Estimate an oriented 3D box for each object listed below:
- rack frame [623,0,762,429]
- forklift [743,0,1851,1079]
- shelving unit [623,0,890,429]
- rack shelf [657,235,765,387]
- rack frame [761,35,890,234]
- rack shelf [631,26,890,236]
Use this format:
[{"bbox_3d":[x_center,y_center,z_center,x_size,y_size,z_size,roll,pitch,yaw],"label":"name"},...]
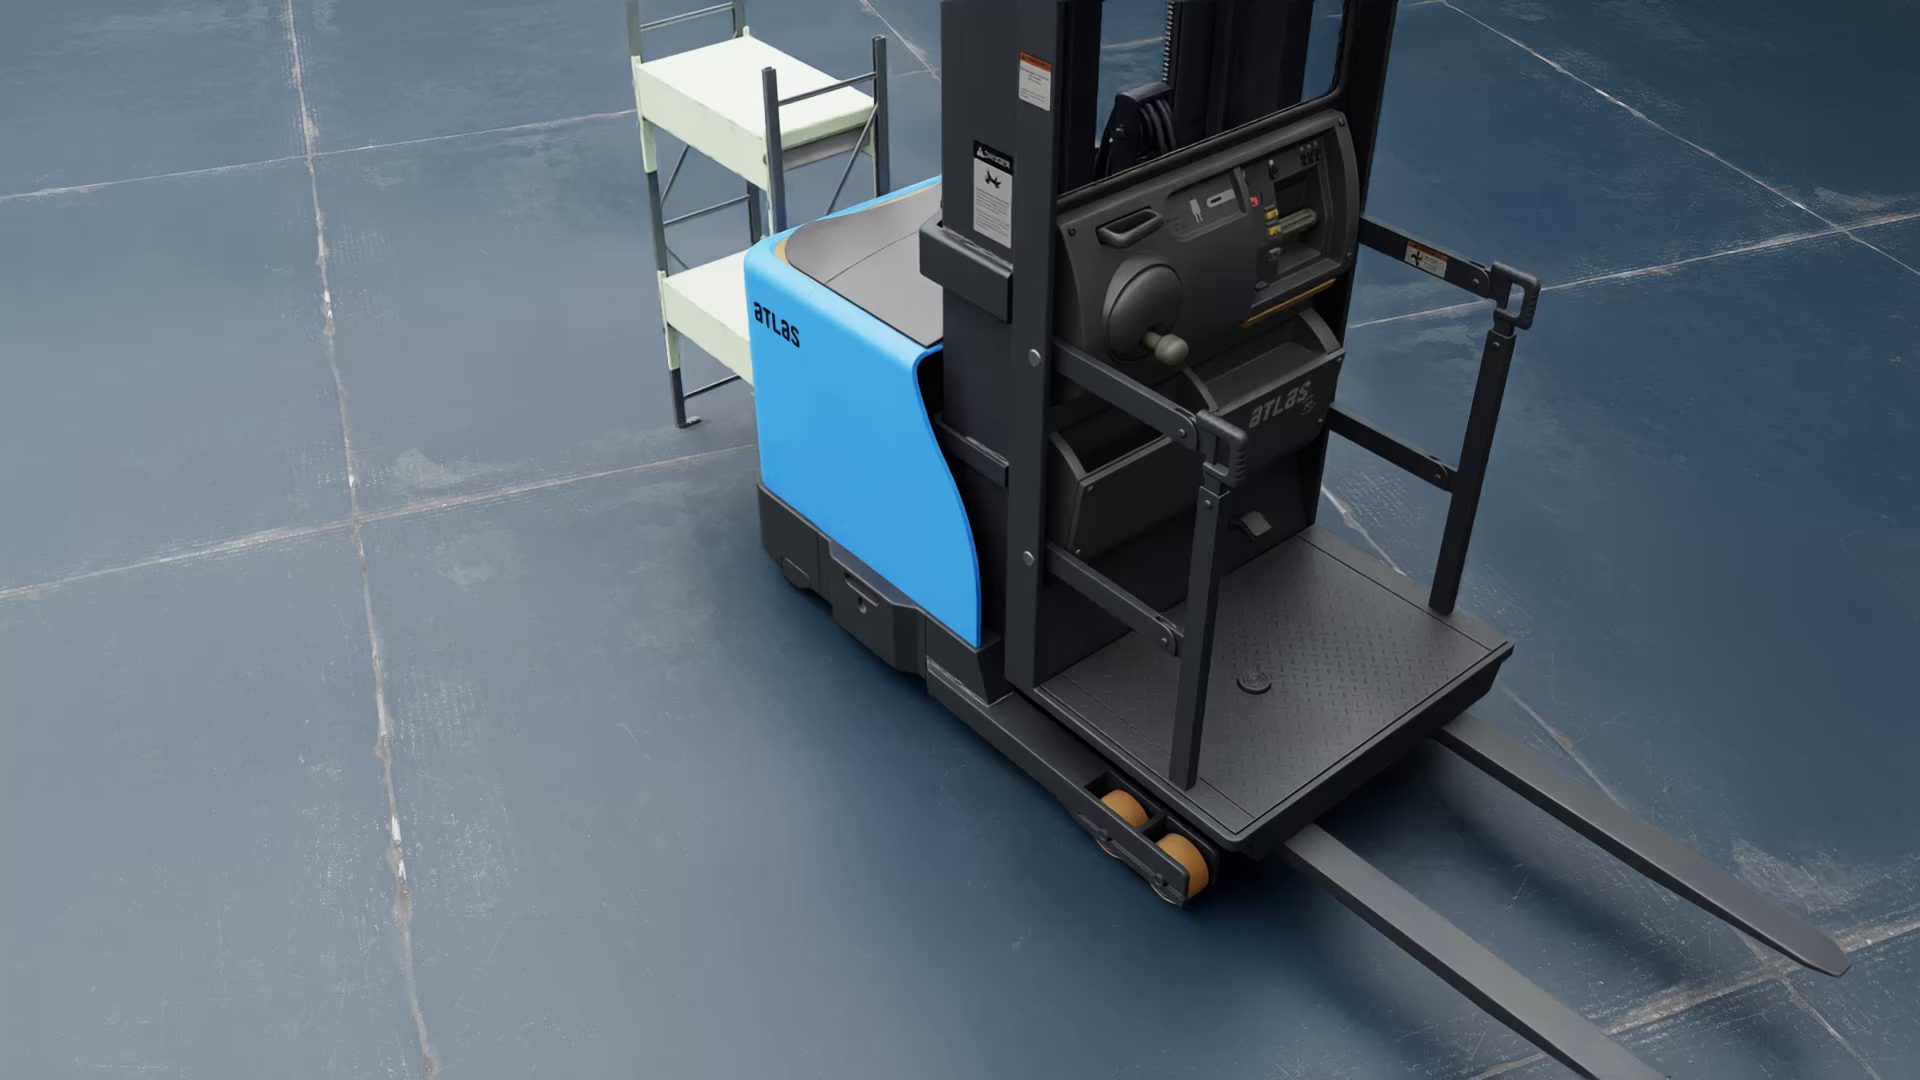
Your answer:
[{"bbox_3d":[-0.828,-1.066,5.419,0.400,1.500,0.023,-26,44,-30],"label":"rack frame"},{"bbox_3d":[0.725,-0.629,3.649,1.130,2.935,3.031,-27,45,-31],"label":"forklift"},{"bbox_3d":[-0.597,-0.895,5.192,0.431,1.500,0.755,-26,44,-30],"label":"shelving unit"},{"bbox_3d":[-0.597,-0.635,5.388,0.431,0.370,0.720,-26,44,-30],"label":"rack shelf"},{"bbox_3d":[-0.367,-0.724,4.965,0.400,1.500,0.023,-26,44,-30],"label":"rack frame"},{"bbox_3d":[-0.597,-1.207,4.957,0.431,0.370,0.720,-26,44,-30],"label":"rack shelf"}]
